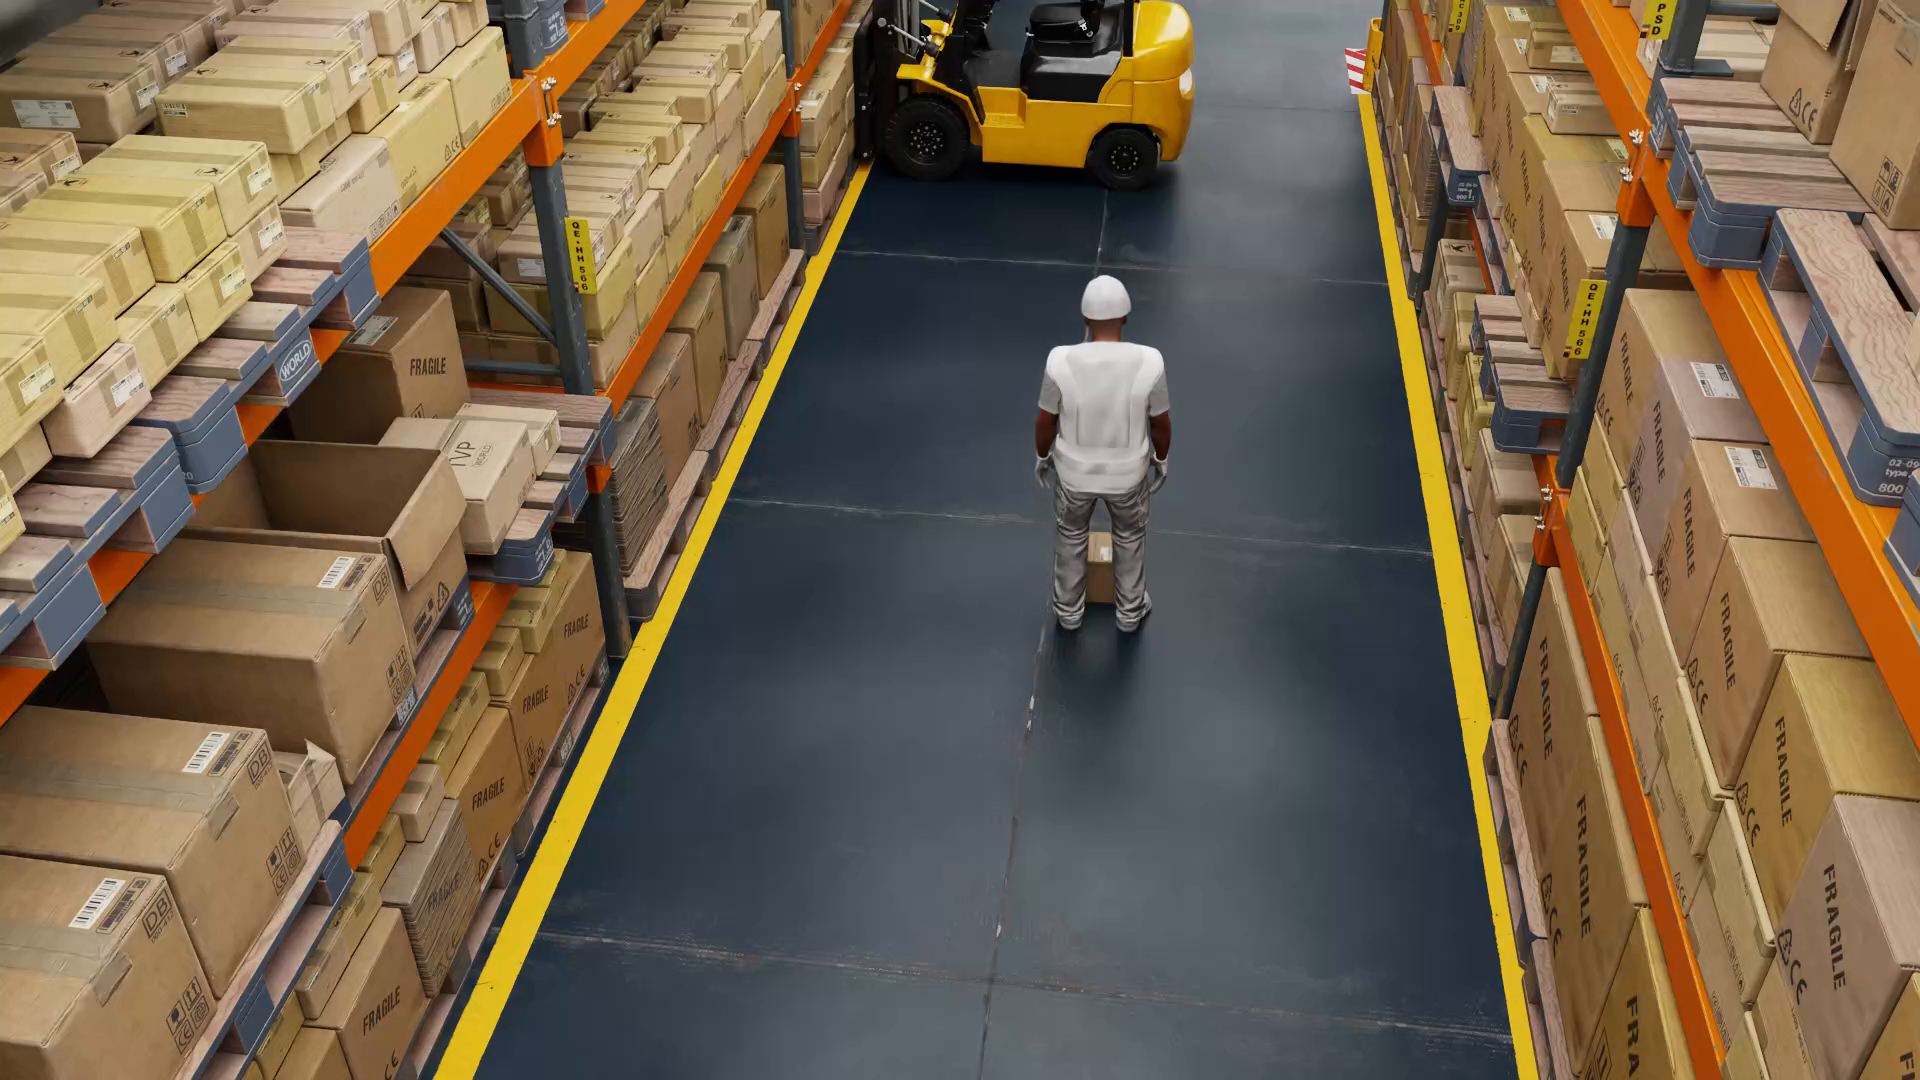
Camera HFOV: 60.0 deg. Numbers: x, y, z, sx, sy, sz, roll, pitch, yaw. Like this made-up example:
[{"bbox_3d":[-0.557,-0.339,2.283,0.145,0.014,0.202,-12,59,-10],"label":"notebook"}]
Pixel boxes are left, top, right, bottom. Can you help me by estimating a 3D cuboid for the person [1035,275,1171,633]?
[{"bbox_3d":[0.640,-0.348,7.516,0.608,1.772,0.448,3,36,4],"label":"person"}]
